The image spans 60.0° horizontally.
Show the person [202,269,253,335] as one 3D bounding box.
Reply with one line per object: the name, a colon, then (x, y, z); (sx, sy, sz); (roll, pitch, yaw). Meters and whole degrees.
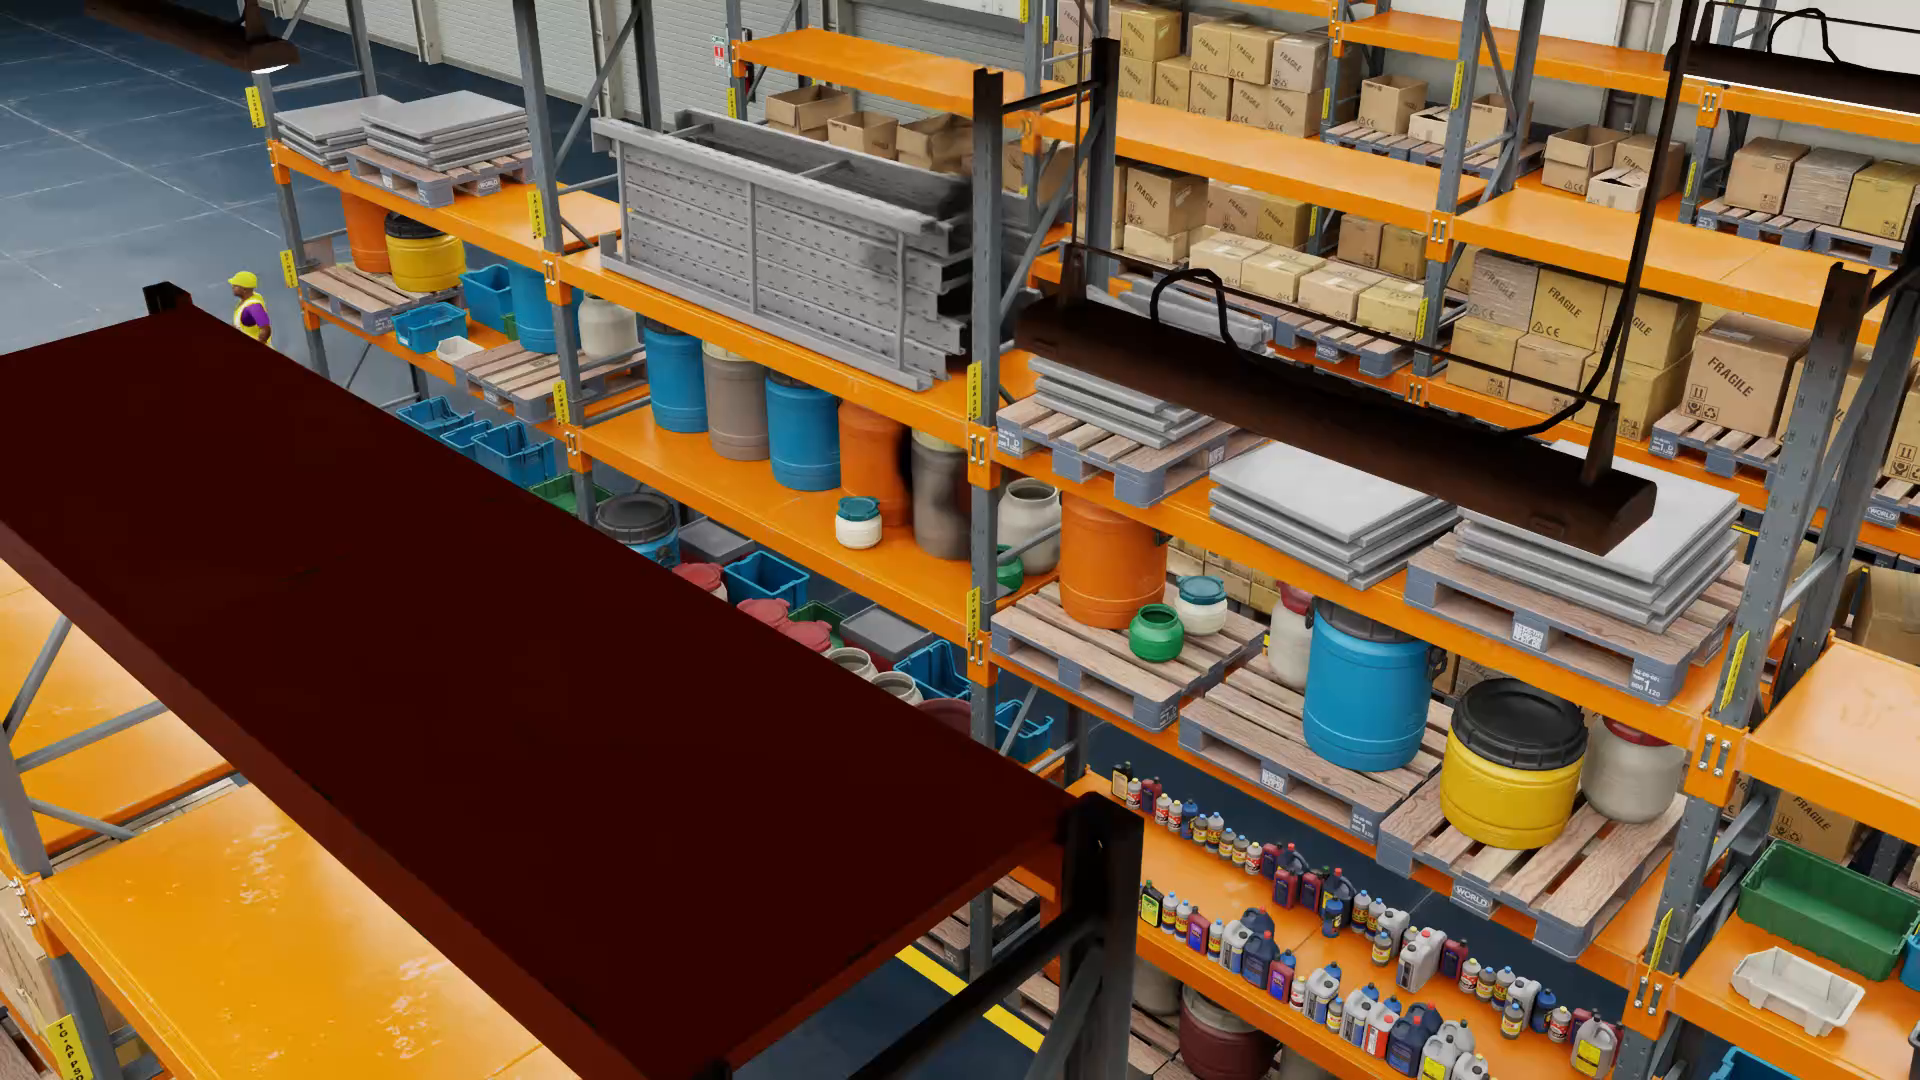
person: (-7.958, -2.080, 18.140); (0.717, 1.825, 0.674); (-9, 31, -16)
